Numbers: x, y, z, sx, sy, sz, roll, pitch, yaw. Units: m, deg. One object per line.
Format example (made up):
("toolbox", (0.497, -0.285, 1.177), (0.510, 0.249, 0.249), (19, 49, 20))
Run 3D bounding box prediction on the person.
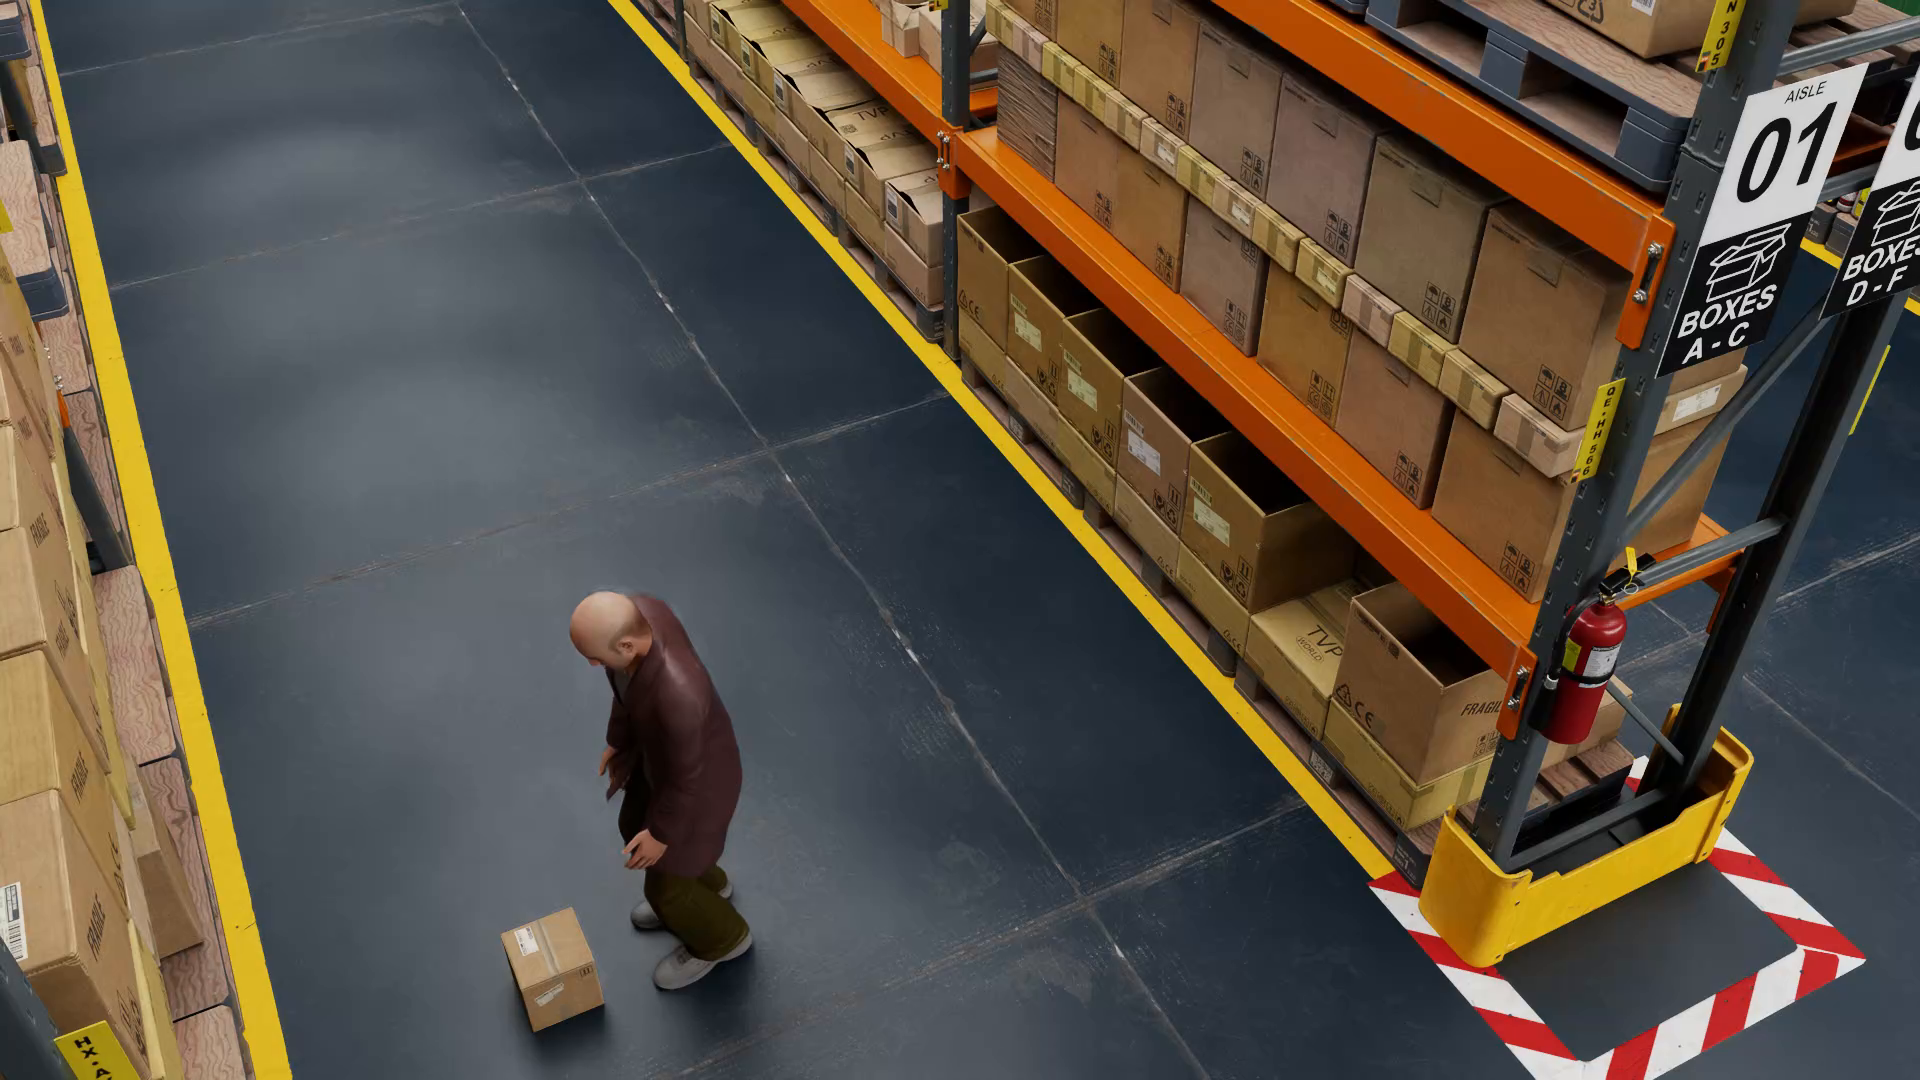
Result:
("person", (-0.927, 0.775, 5.336), (0.459, 1.702, 0.599), (-18, 44, -19))
